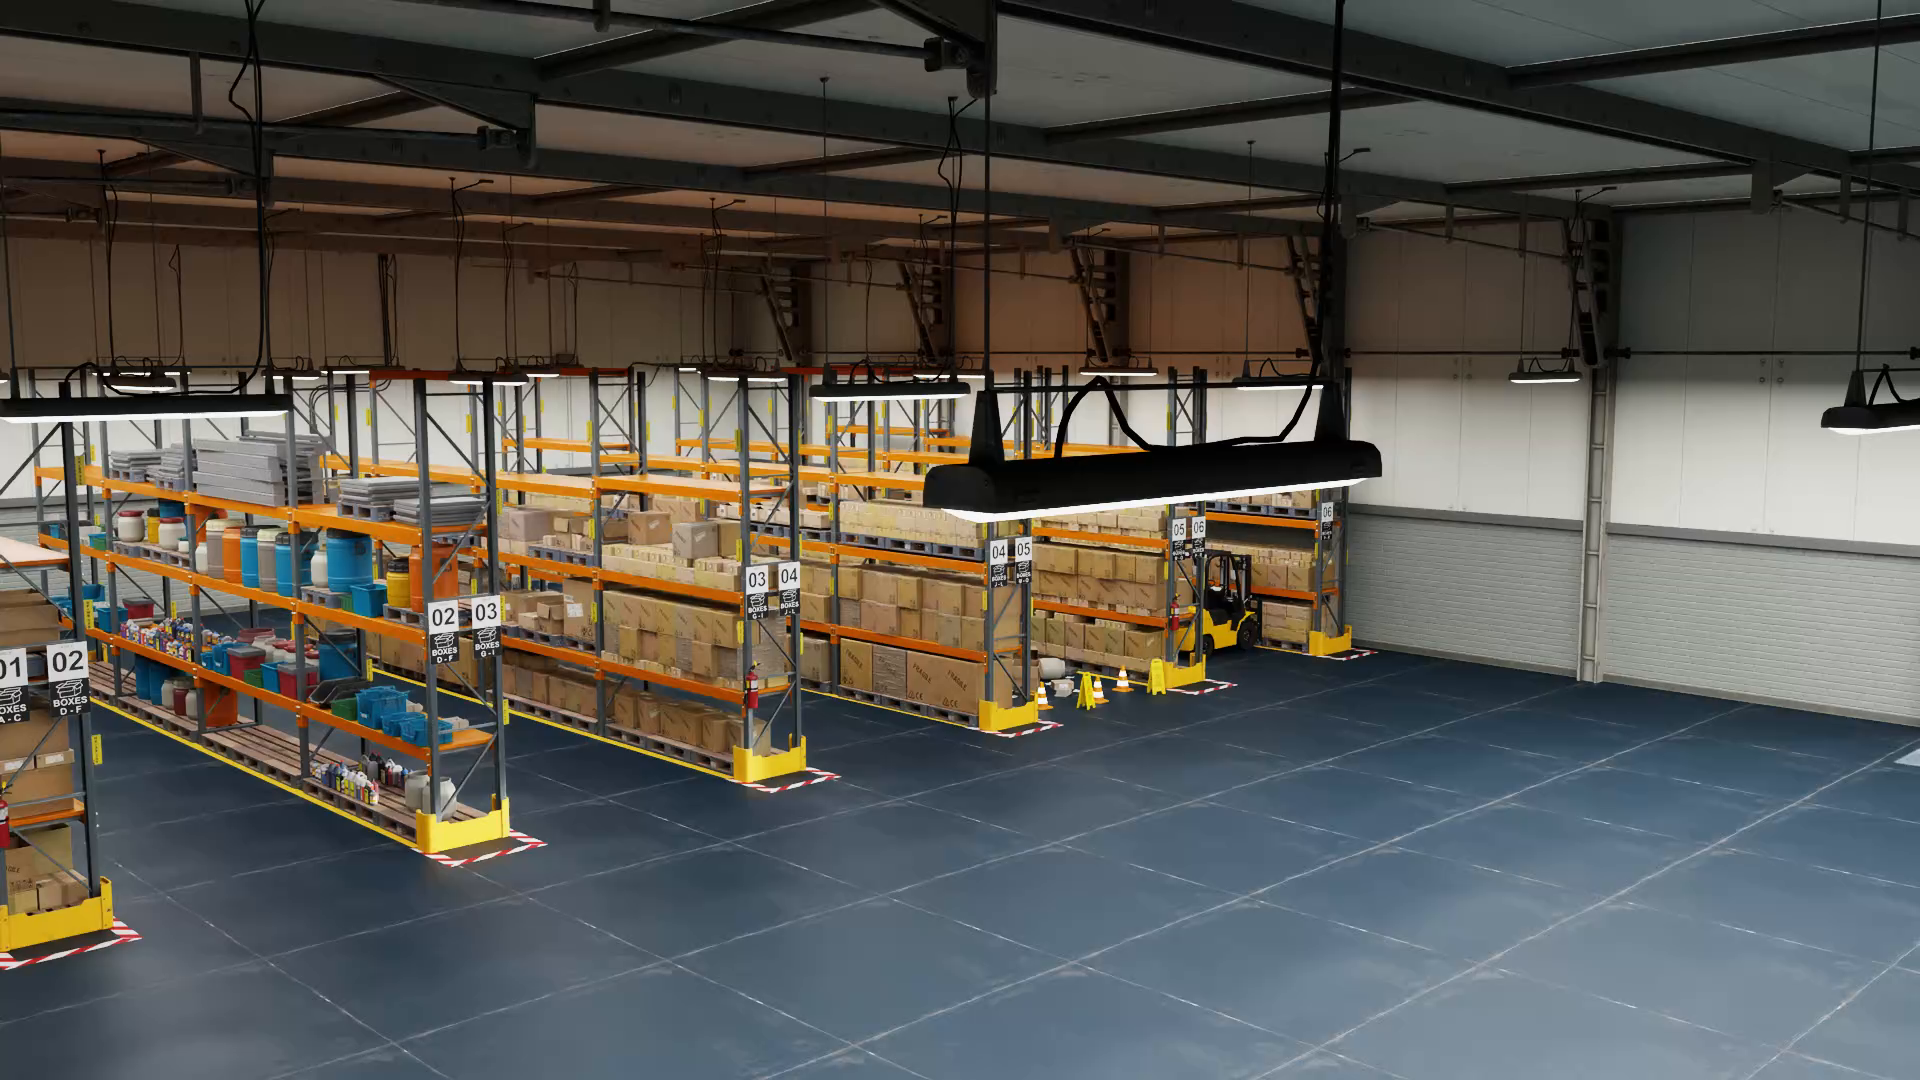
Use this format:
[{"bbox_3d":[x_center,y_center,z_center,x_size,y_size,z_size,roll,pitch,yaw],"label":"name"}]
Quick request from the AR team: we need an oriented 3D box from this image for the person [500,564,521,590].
[{"bbox_3d":[-10.911,0.936,40.595,0.945,1.591,0.700,-3,7,-28],"label":"person"}]
